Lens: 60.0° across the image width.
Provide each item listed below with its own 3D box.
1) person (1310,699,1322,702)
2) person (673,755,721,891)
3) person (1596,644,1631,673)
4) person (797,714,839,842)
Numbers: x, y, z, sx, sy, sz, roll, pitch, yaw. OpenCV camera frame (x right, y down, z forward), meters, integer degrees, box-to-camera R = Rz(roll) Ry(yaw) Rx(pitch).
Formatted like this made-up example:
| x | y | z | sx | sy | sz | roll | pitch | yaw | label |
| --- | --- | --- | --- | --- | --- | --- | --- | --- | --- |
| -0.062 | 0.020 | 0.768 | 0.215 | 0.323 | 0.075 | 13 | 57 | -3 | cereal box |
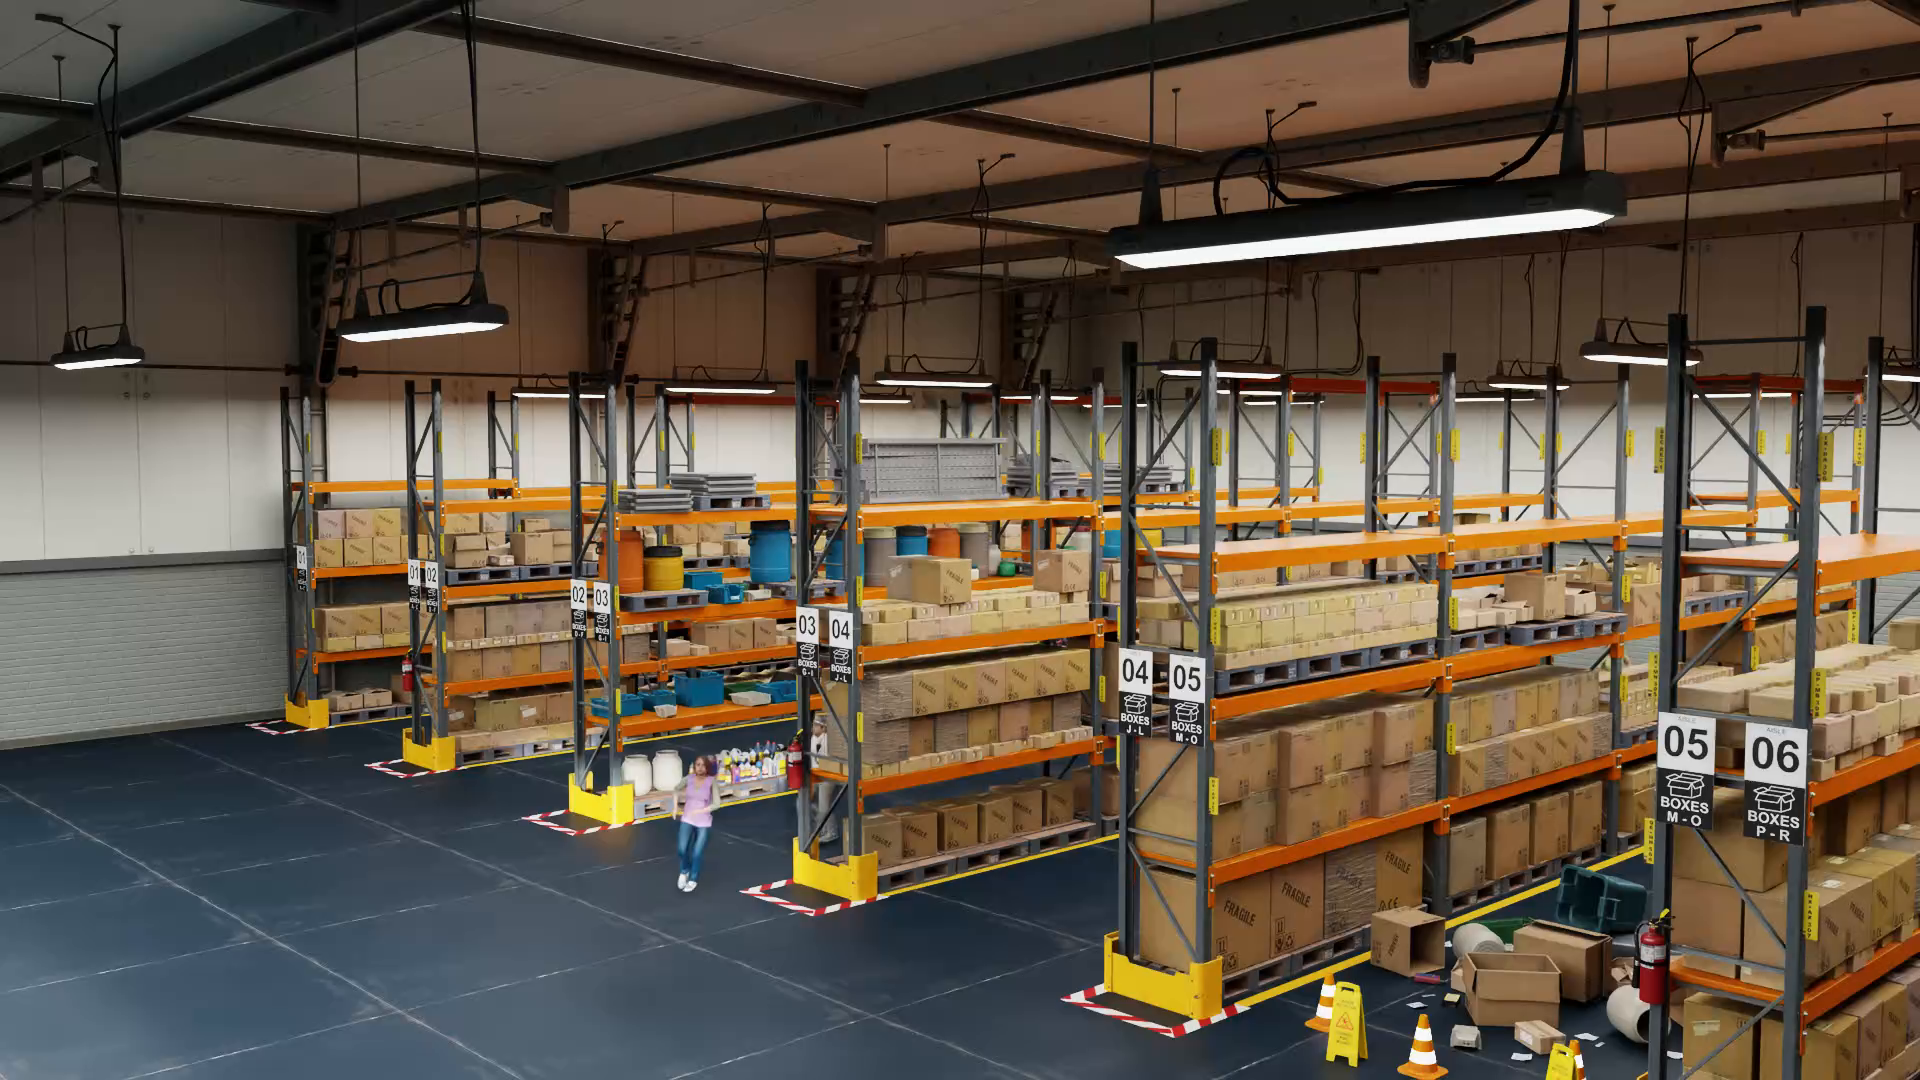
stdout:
| x | y | z | sx | sy | sz | roll | pitch | yaw | label |
| --- | --- | --- | --- | --- | --- | --- | --- | --- | --- |
| 4.608 | 2.872 | 22.173 | 0.668 | 1.743 | 0.614 | 3 | 5 | 38 | person |
| -2.962 | 3.195 | 18.675 | 0.557 | 1.549 | 0.539 | 0 | 4 | -2 | person |
| 11.202 | 2.535 | 28.431 | 0.647 | 1.684 | 0.803 | 1 | 4 | 20 | person |
| -1.756 | 2.996 | 20.875 | 0.610 | 1.647 | 0.613 | -3 | 5 | -43 | person |
